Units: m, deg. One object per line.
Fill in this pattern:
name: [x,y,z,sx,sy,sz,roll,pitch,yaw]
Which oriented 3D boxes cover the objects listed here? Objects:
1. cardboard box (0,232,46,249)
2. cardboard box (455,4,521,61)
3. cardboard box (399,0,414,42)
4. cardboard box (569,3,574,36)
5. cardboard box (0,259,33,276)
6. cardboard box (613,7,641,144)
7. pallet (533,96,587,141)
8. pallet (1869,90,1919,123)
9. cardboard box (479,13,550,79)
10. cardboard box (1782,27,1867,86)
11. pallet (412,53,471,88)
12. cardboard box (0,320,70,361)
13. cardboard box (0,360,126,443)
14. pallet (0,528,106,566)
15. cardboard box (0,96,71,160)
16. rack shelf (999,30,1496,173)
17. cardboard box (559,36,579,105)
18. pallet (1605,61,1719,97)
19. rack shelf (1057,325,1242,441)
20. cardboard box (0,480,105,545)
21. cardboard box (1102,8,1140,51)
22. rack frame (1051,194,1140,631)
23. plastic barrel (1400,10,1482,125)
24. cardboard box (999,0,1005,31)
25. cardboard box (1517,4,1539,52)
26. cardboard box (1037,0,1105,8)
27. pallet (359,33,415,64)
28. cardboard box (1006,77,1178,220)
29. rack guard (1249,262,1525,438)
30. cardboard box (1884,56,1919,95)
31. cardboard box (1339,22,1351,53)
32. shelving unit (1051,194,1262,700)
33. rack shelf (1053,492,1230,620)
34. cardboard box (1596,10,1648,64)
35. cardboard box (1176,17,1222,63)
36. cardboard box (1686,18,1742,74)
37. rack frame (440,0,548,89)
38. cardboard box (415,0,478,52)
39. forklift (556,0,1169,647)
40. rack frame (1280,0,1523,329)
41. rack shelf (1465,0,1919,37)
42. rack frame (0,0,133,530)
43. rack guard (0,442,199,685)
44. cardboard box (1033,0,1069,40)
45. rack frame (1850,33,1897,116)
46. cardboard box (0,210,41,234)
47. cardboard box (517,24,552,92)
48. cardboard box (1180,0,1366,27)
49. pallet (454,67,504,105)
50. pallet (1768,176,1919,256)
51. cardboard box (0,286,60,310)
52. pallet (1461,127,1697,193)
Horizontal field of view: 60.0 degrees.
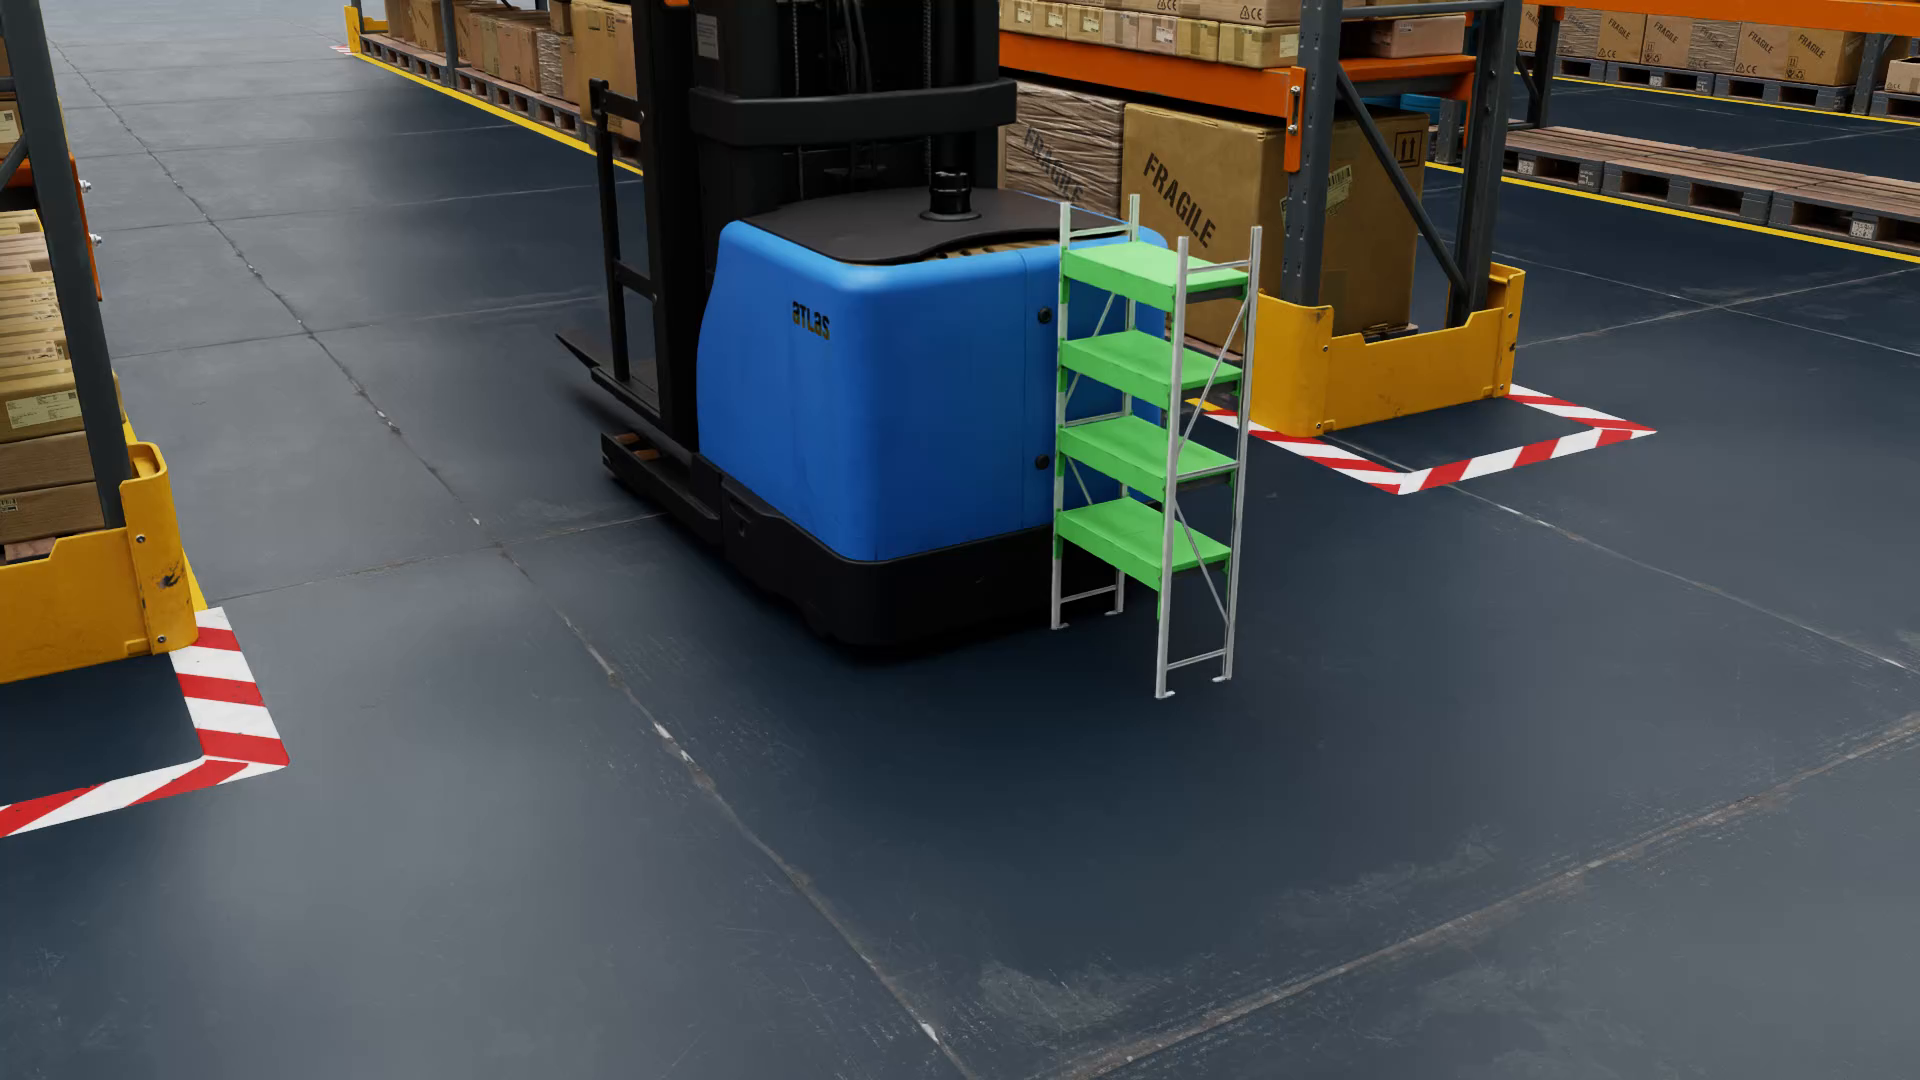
cardboard box: [-3.704,-1.074,6.408,0.380,0.149,0.250,-14,26,-31]
cardboard box: [-4.632,-4.997,16.385,0.500,0.500,0.500,-13,26,-30]
cardboard box: [-5.865,-5.763,18.268,0.500,0.500,0.500,-6,23,-14]
cardboard box: [-2.786,-4.133,13.236,0.500,0.250,0.500,-11,25,-26]
cardboard box: [-3.523,-0.887,5.949,0.380,0.149,0.250,-13,25,-28]
cardboard box: [-1.635,-3.222,11.518,1.225,0.875,0.875,-13,25,-28]
pallet: [-2.816,-3.490,13.618,1.003,0.211,1.213,-13,25,-28]
pallet: [8.493,-3.624,13.947,1.003,0.211,1.213,-13,25,-28]
cardboard box: [-3.939,-4.509,15.155,0.700,0.500,0.500,-13,25,-29]
cardboard box: [7.645,-4.289,14.614,0.500,0.500,0.500,-13,25,-29]
pallet: [-4.835,-4.742,16.699,1.003,0.211,1.213,-13,25,-28]
cardboard box: [-2.886,-0.574,5.180,0.380,0.149,0.250,-13,25,-28]
cardboard box: [-2.623,-0.402,4.756,0.380,0.149,0.250,-14,26,-31]
pallet: [-3.071,-0.020,5.081,1.003,0.211,1.213,-13,25,-28]
cardboard box: [-2.531,-1.069,4.292,0.380,0.149,0.250,-13,25,-29]
rack shelf: [0.647,-2.253,7.827,1.077,0.370,4.000,-13,25,-28]
cardboard box: [-2.778,-3.788,13.382,0.700,0.500,0.500,-14,26,-31]
pallet: [7.068,-4.498,16.097,1.003,0.211,1.213,-13,25,-28]
rack shelf: [0.488,-0.410,4.259,0.258,0.148,0.480,-13,25,-28]
cardboard box: [-2.640,-0.123,4.858,0.380,0.149,0.250,-12,25,-27]
cardboard box: [0.814,-2.121,6.880,0.380,0.149,0.250,-12,25,-27]
rack frame: [0.363,-0.326,4.520,0.240,1.200,0.015,-13,25,-28]
plastic barrel: [3.620,-3.588,12.385,0.600,0.901,0.708,-13,25,-28]
cardboard box: [0.288,-2.454,7.698,0.380,0.149,0.250,-13,26,-30]
cardboard box: [6.087,-5.276,17.045,0.500,0.500,0.500,-11,25,-26]
cardboard box: [0.674,-2.442,7.141,0.500,0.250,0.500,-14,26,-30]
pallet: [-6.081,-5.532,18.642,1.003,0.211,1.213,-13,25,-28]
cardboard box: [0.808,-1.636,7.616,0.875,0.875,0.875,-13,25,-28]
rack guard: [1.680,-0.773,6.550,1.175,0.500,0.348,-13,25,-28]
cardboard box: [8.172,-3.919,13.956,0.500,0.311,0.500,-13,25,-28]
cardboard box: [1.638,-2.084,6.788,0.380,0.149,0.250,-13,25,-29]
shelving unit: [0.488,-0.247,4.325,0.258,1.200,0.503,-13,25,-28]
rack shelf: [0.488,0.035,4.440,0.258,0.148,0.480,-13,25,-28]
cardboard box: [6.611,-4.945,16.229,0.500,0.500,0.500,-13,25,-29]
cardboard box: [1.069,-1.958,6.480,0.380,0.149,0.250,-12,25,-28]
cardboard box: [7.144,-4.613,15.412,0.500,0.500,0.500,-12,25,-28]
rack frame: [-4.462,-5.824,15.656,1.000,3.000,0.127,-13,25,-28]
cardboard box: [-5.315,-5.367,17.294,0.500,0.500,0.500,-15,27,-33]
forklift: [-0.598,-1.583,5.313,1.130,2.935,3.031,-13,25,-28]
rack frame: [1.668,-1.939,6.099,1.000,3.000,0.127,-13,25,-28]
rack shelf: [4.905,-3.206,10.171,1.077,0.370,4.000,-13,25,-28]
rack frame: [-2.647,-1.018,3.832,1.000,3.000,0.127,-13,25,-28]
rack guard: [-2.686,0.116,4.363,1.175,0.500,0.348,-13,25,-28]
cardboard box: [0.547,-2.289,7.293,0.380,0.149,0.250,-13,25,-28]
rack frame: [8.143,-5.138,13.969,1.000,3.000,0.127,-13,25,-28]
cardboard box: [-3.987,-1.243,6.823,0.380,0.149,0.250,-13,25,-29]
cardboard box: [-3.368,-4.147,14.266,0.700,0.500,0.500,-10,24,-24]
cardboard box: [1.192,-2.113,6.331,0.500,0.250,0.500,-13,26,-29]
pallet: [-4.063,-4.280,15.561,1.003,0.211,1.213,-13,25,-28]
pallet: [5.538,-1.874,9.643,1.003,0.211,1.213,-13,25,-28]
cardboard box: [-3.217,-0.730,5.563,0.380,0.149,0.250,-12,25,-26]
pallet: [4.292,-2.664,11.586,1.003,0.211,1.213,-13,25,-28]
